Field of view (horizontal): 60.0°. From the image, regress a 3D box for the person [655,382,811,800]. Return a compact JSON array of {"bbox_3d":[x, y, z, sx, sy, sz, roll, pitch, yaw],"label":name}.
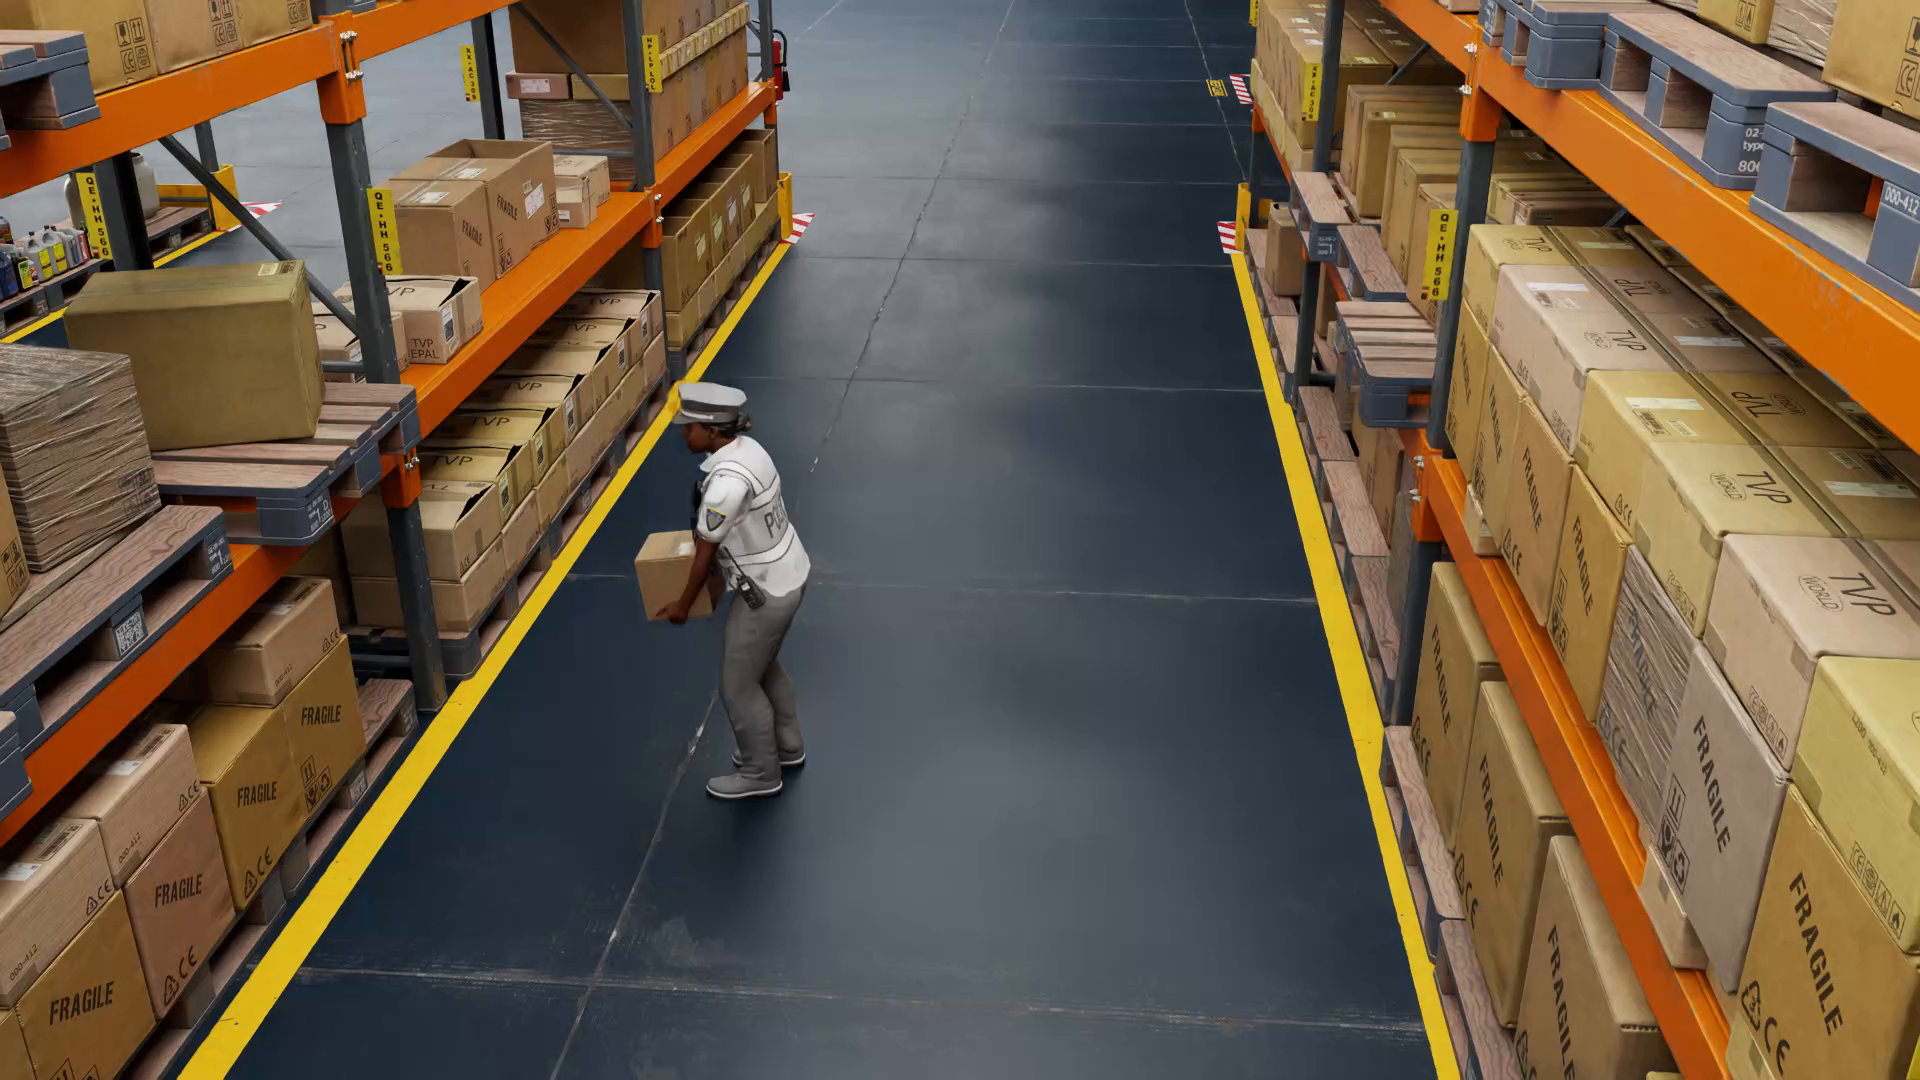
[{"bbox_3d":[-0.838,0.197,6.208,0.554,1.646,0.416,1,25,3],"label":"person"}]
